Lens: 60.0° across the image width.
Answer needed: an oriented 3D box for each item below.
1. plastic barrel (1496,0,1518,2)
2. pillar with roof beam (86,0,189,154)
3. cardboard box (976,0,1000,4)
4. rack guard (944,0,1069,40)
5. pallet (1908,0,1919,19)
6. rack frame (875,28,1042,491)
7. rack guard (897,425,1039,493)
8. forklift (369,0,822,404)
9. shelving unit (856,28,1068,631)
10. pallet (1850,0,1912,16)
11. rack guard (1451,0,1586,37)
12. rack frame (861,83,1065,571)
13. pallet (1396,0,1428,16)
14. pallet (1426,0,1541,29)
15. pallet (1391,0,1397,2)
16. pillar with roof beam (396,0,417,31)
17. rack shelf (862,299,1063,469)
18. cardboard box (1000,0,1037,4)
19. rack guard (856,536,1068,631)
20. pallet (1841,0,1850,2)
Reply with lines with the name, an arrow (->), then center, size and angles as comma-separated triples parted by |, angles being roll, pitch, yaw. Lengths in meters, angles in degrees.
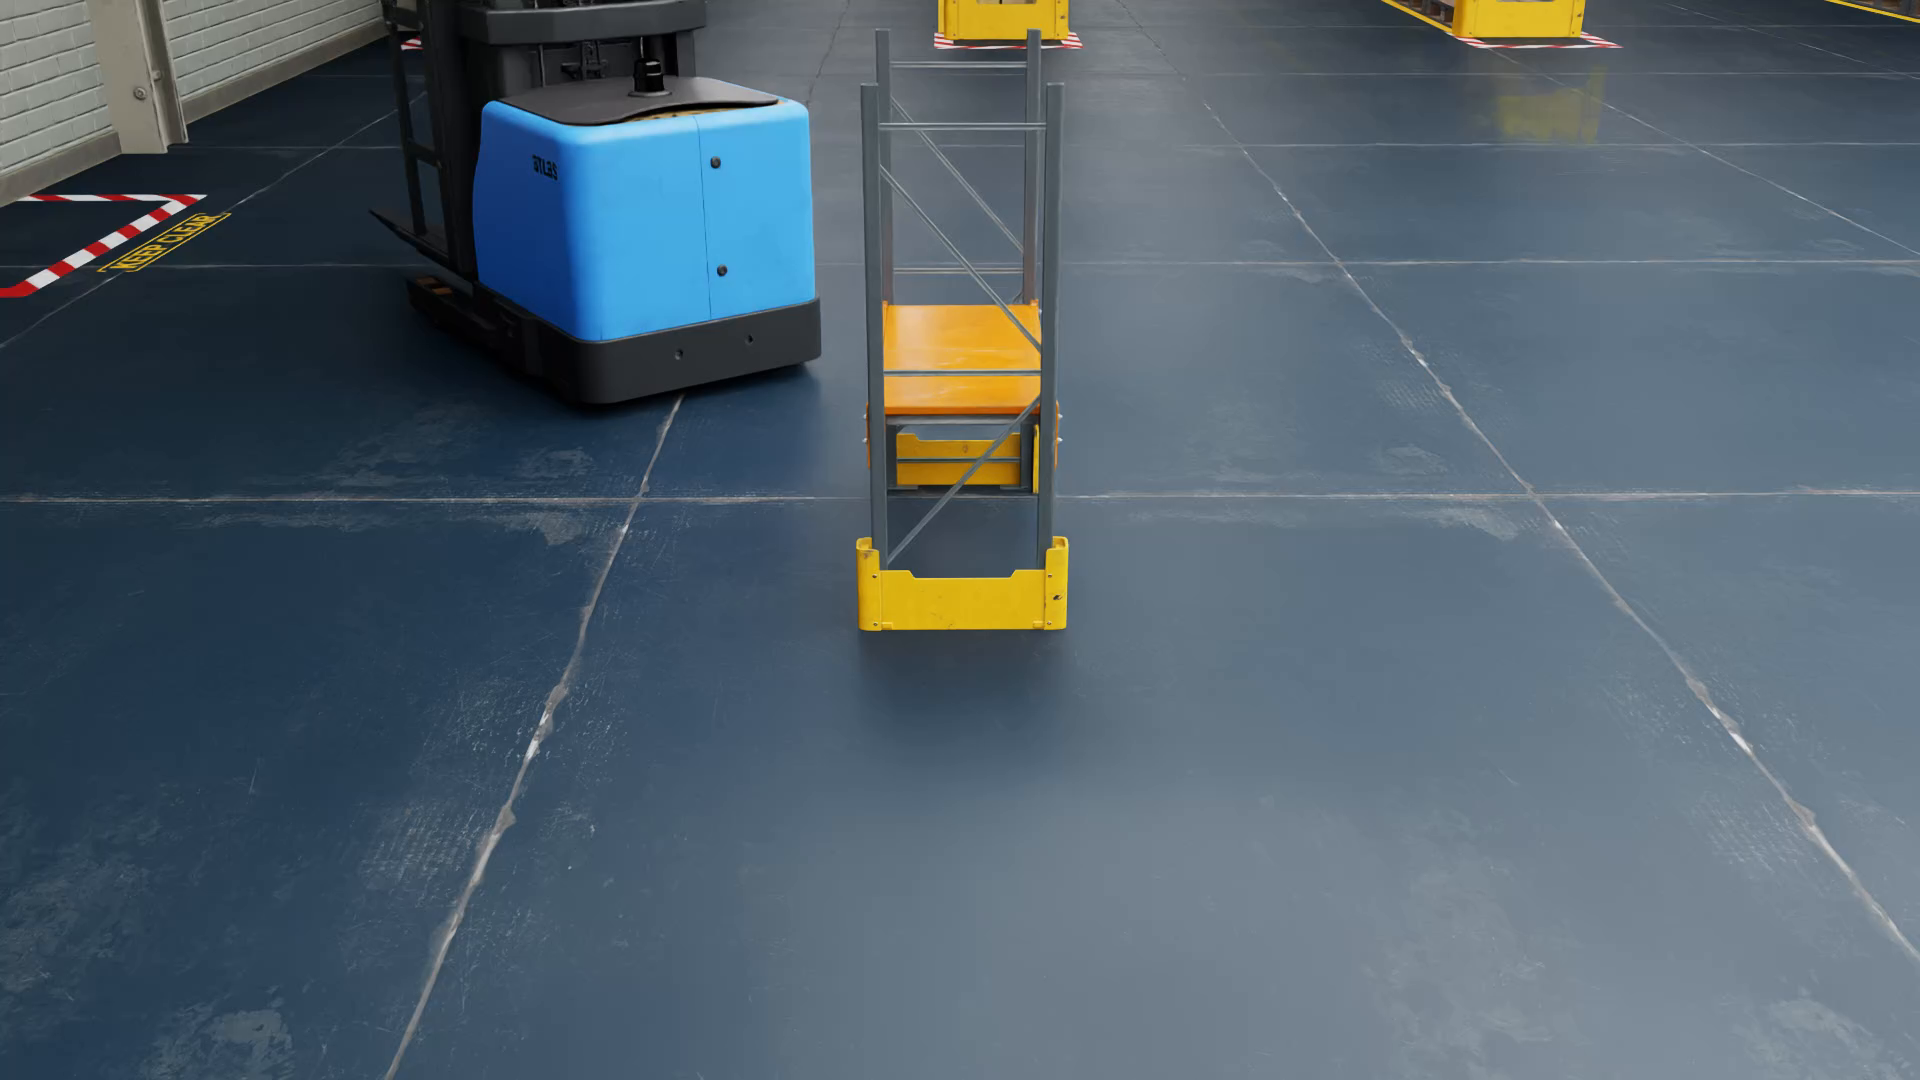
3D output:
plastic barrel -> 5.304, -5.520, 16.324 | 0.421, 0.512, 0.421 | 0, 24, 0
pillar with roof beam -> -1.022, -6.712, 9.170 | 9.100, 9.000, 0.400 | 0, 24, -1
cardboard box -> 0.133, -5.329, 16.219 | 0.500, 0.250, 0.500 | 0, 24, -1
rack guard -> 0.434, -5.022, 15.746 | 1.175, 0.500, 0.348 | 0, 24, -1
pallet -> 10.366, -5.309, 16.733 | 1.003, 0.211, 1.213 | 0, 24, -1
rack frame -> -0.005, -0.858, 5.326 | 0.500, 1.500, 0.032 | 0, 24, -1
rack guard -> -0.005, -0.288, 5.583 | 0.587, 0.250, 0.087 | 0, 24, -1
forklift -> -1.832, -2.390, 6.978 | 1.130, 2.935, 3.031 | -17, 29, -32
shelving unit -> 0.001, -0.652, 4.871 | 0.587, 1.500, 1.083 | 0, 24, -1
pallet -> 10.355, -5.811, 17.841 | 1.003, 0.211, 1.213 | 0, 24, -1
rack guard -> 5.339, -5.083, 15.883 | 1.175, 0.500, 0.348 | 0, 24, -1
rack frame -> 0.006, -0.439, 4.400 | 0.500, 1.500, 0.032 | 0, 24, -1
pallet -> 5.326, -5.788, 17.791 | 1.003, 0.211, 1.213 | 0, 24, -1
pallet -> 5.336, -5.287, 16.683 | 1.003, 0.211, 1.213 | 0, 24, -1
pallet -> 5.309, -6.292, 18.906 | 1.003, 0.211, 1.213 | 0, 24, -1
pillar with roof beam -> -1.087, -9.184, 14.636 | 9.100, 9.000, 0.400 | 0, 24, -1
rack shelf -> 0.001, -0.484, 4.937 | 0.538, 0.185, 1.000 | 0, 24, -1
cardboard box -> 0.651, -5.331, 16.224 | 0.500, 0.250, 0.500 | 0, 24, -1
rack guard -> 0.006, 0.123, 4.675 | 0.587, 0.250, 0.087 | 0, 24, -1
pallet -> 10.339, -6.315, 18.956 | 1.003, 0.211, 1.213 | 0, 24, -1
